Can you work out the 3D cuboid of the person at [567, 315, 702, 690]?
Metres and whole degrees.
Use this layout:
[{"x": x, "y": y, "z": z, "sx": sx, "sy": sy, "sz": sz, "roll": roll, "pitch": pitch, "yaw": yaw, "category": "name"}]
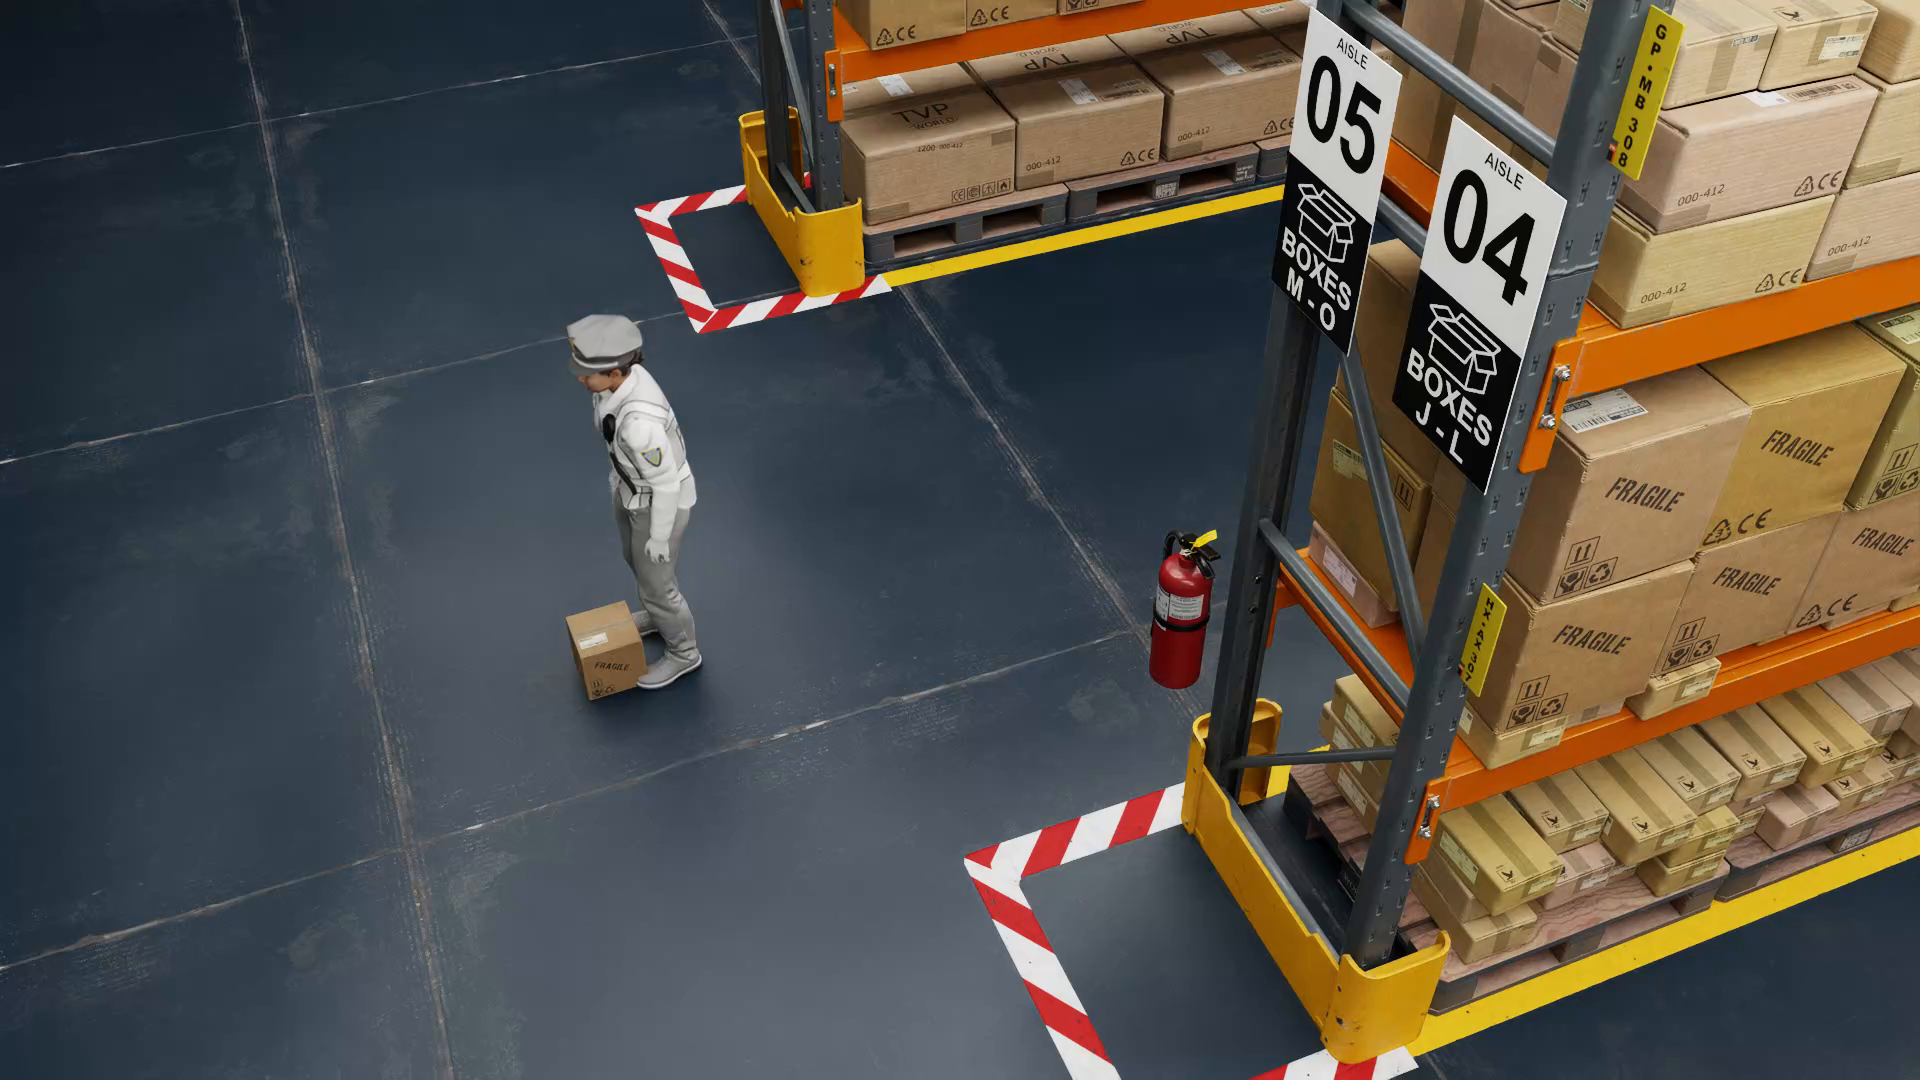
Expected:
[{"x": -1.200, "y": -0.143, "z": 6.317, "sx": 0.374, "sy": 1.661, "sz": 0.538, "roll": -18, "pitch": 45, "yaw": -19, "category": "person"}]
